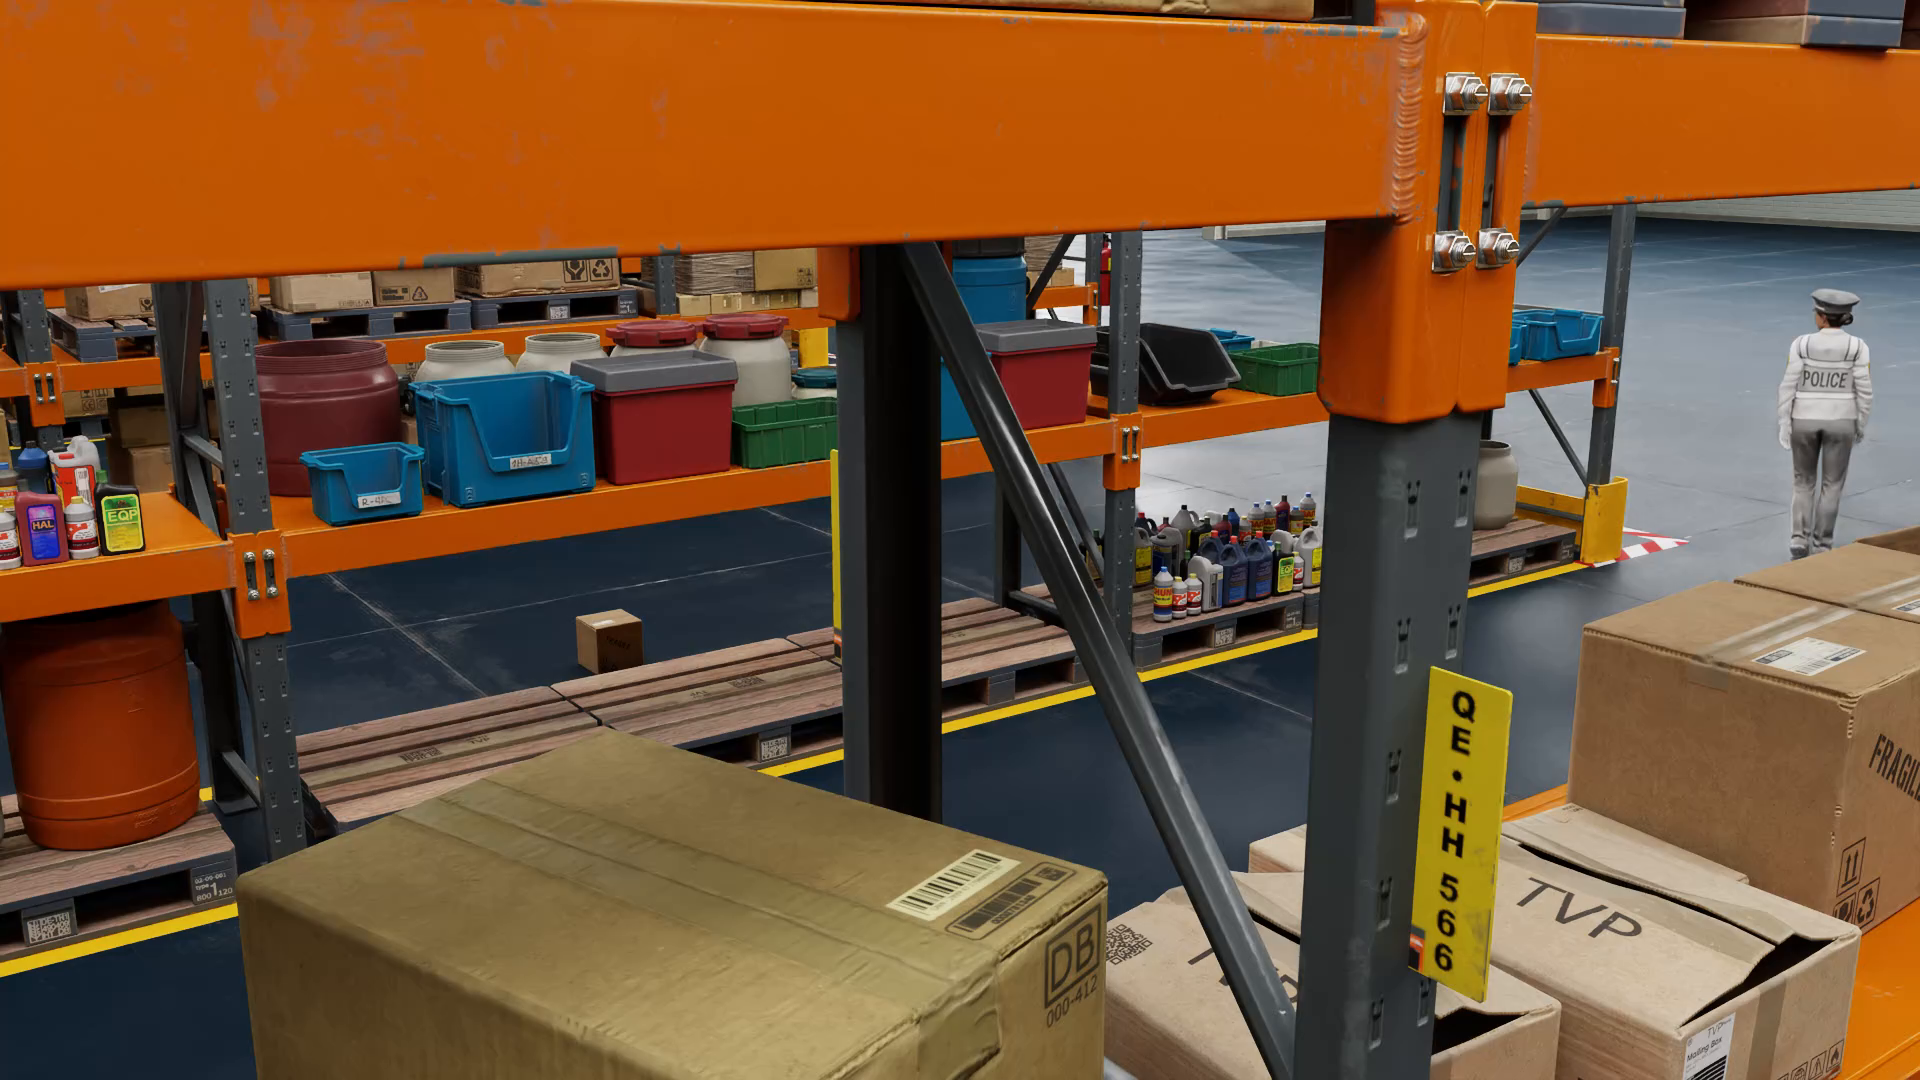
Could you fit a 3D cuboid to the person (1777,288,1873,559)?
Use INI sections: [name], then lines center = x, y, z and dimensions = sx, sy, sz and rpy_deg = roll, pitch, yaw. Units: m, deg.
[person]
center = 5.310, -0.661, 10.256
dimensions = 0.506, 1.761, 0.406
rpy_deg = 10, 18, 34
